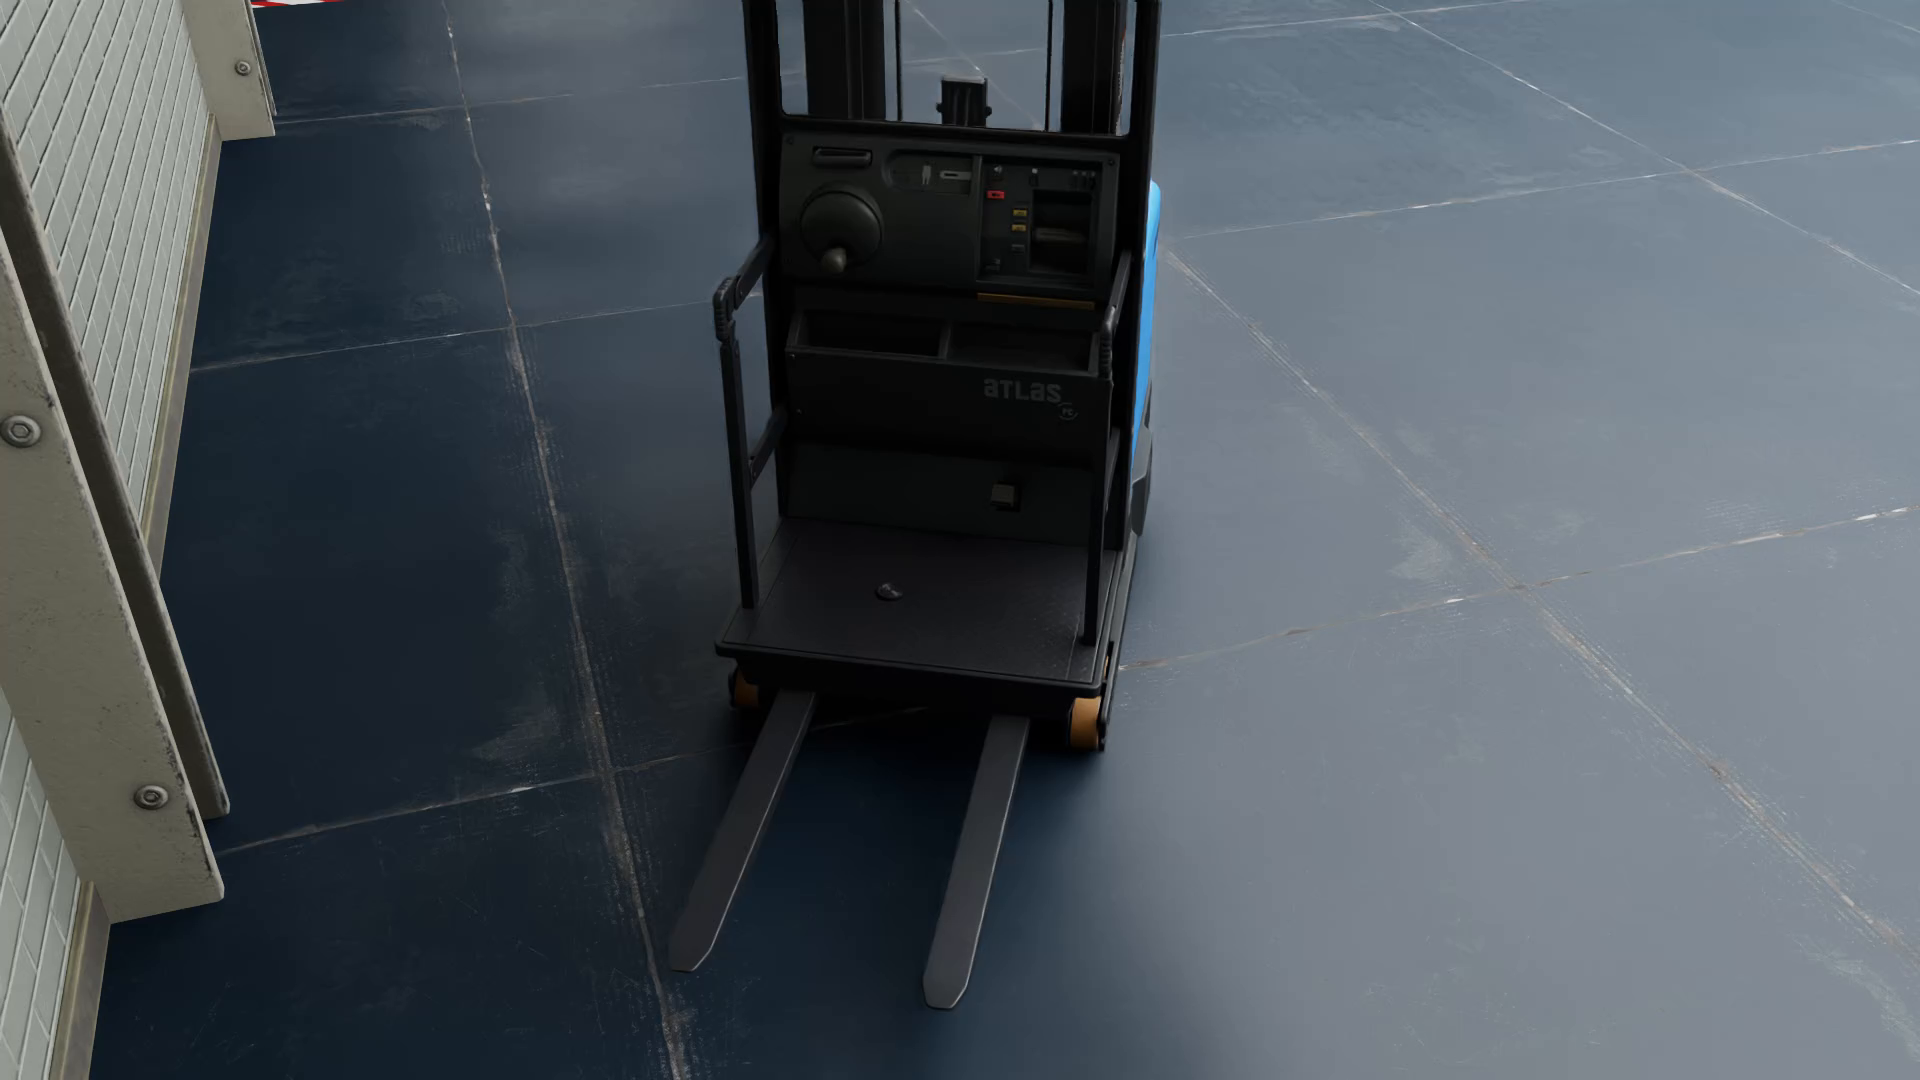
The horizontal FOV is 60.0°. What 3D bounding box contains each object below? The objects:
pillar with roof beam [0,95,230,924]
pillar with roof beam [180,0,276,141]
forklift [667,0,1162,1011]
[{"bbox_3d":[1.973,-3.619,3.064,9.100,9.000,0.400,-10,35,-15],"label":"pillar with roof beam"},{"bbox_3d":[0.143,-6.769,7.831,9.100,9.000,0.400,-10,35,-15],"label":"pillar with roof beam"},{"bbox_3d":[-0.072,-0.833,4.352,1.130,2.935,3.031,6,34,9],"label":"forklift"}]
